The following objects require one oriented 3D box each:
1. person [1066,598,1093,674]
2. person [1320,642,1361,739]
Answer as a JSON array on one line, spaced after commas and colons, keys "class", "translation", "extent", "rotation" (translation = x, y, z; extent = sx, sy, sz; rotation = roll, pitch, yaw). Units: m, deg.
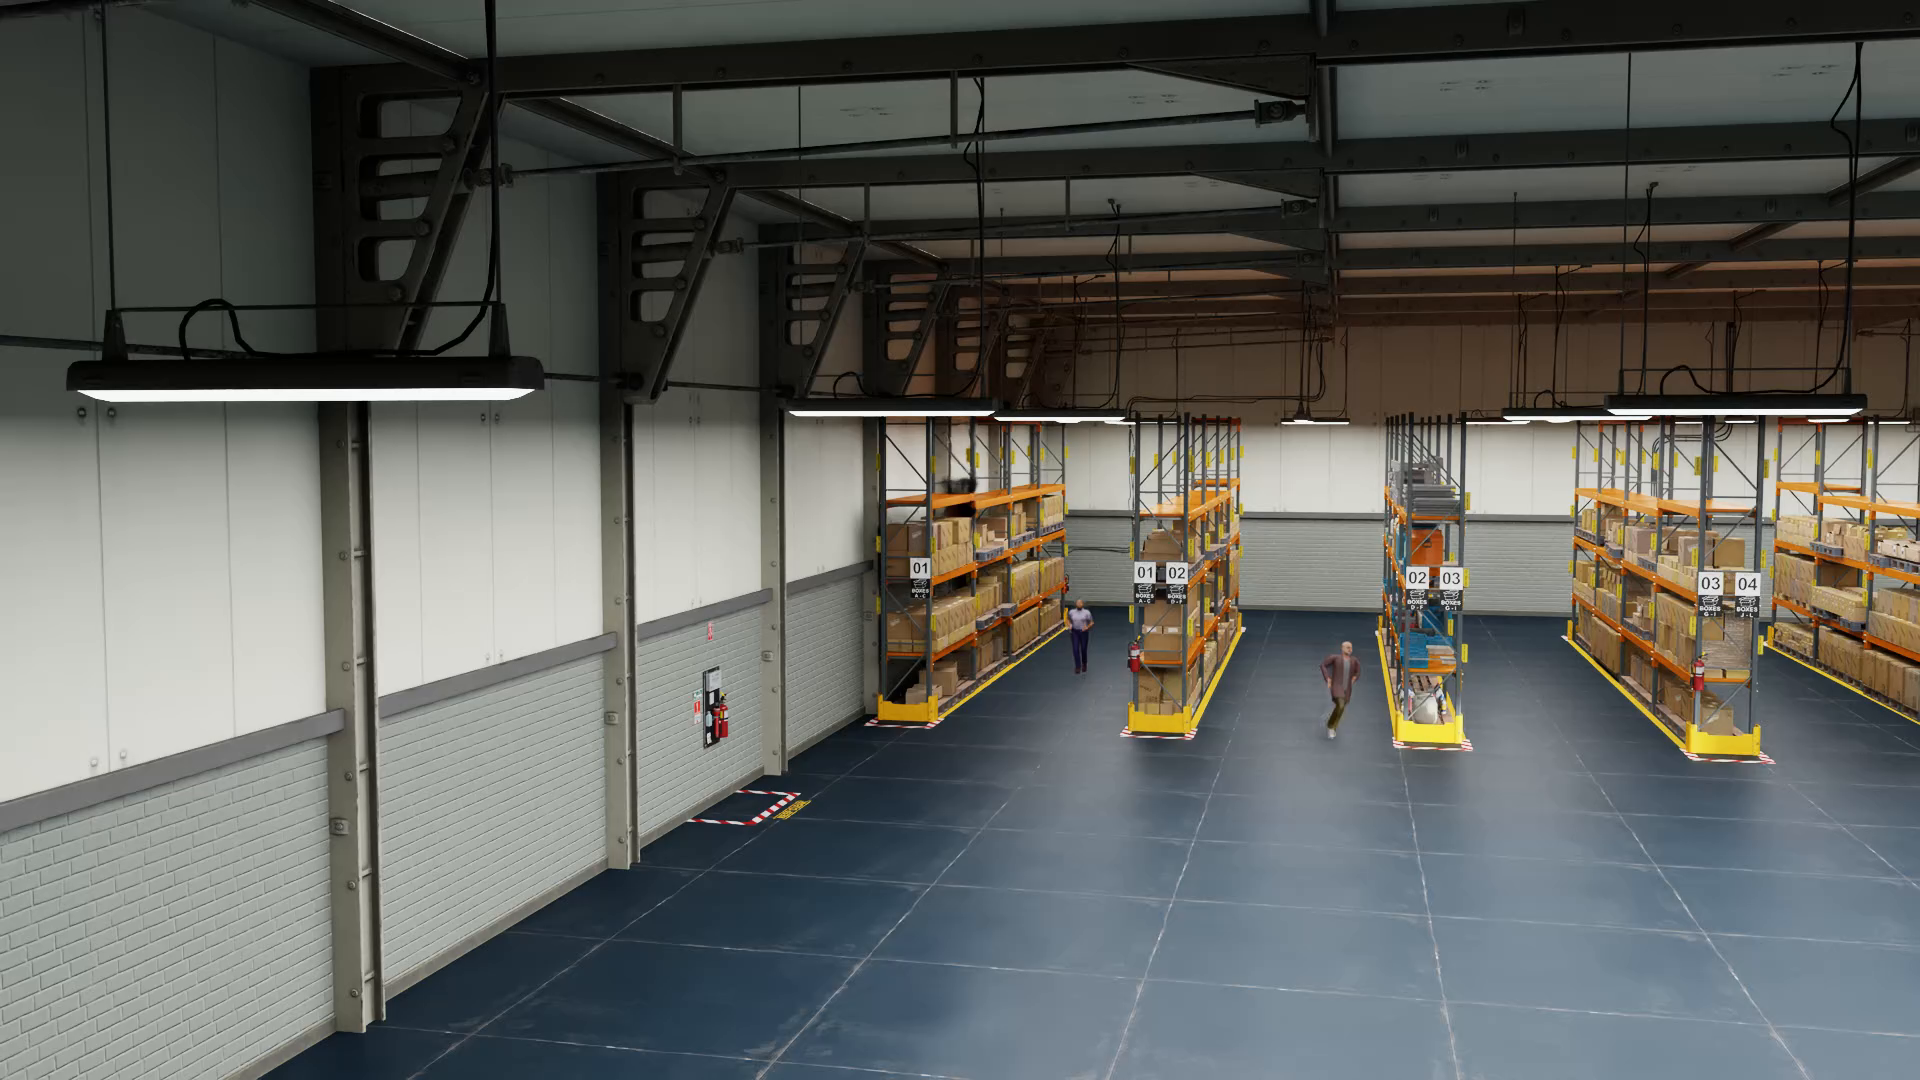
[{"class": "person", "translation": [2.662, 2.133, 37.094], "extent": [0.613, 1.670, 0.686], "rotation": [1, 4, 7]}, {"class": "person", "translation": [7.081, 2.779, 30.769], "extent": [0.693, 1.785, 0.714], "rotation": [-1, 4, -17]}]
